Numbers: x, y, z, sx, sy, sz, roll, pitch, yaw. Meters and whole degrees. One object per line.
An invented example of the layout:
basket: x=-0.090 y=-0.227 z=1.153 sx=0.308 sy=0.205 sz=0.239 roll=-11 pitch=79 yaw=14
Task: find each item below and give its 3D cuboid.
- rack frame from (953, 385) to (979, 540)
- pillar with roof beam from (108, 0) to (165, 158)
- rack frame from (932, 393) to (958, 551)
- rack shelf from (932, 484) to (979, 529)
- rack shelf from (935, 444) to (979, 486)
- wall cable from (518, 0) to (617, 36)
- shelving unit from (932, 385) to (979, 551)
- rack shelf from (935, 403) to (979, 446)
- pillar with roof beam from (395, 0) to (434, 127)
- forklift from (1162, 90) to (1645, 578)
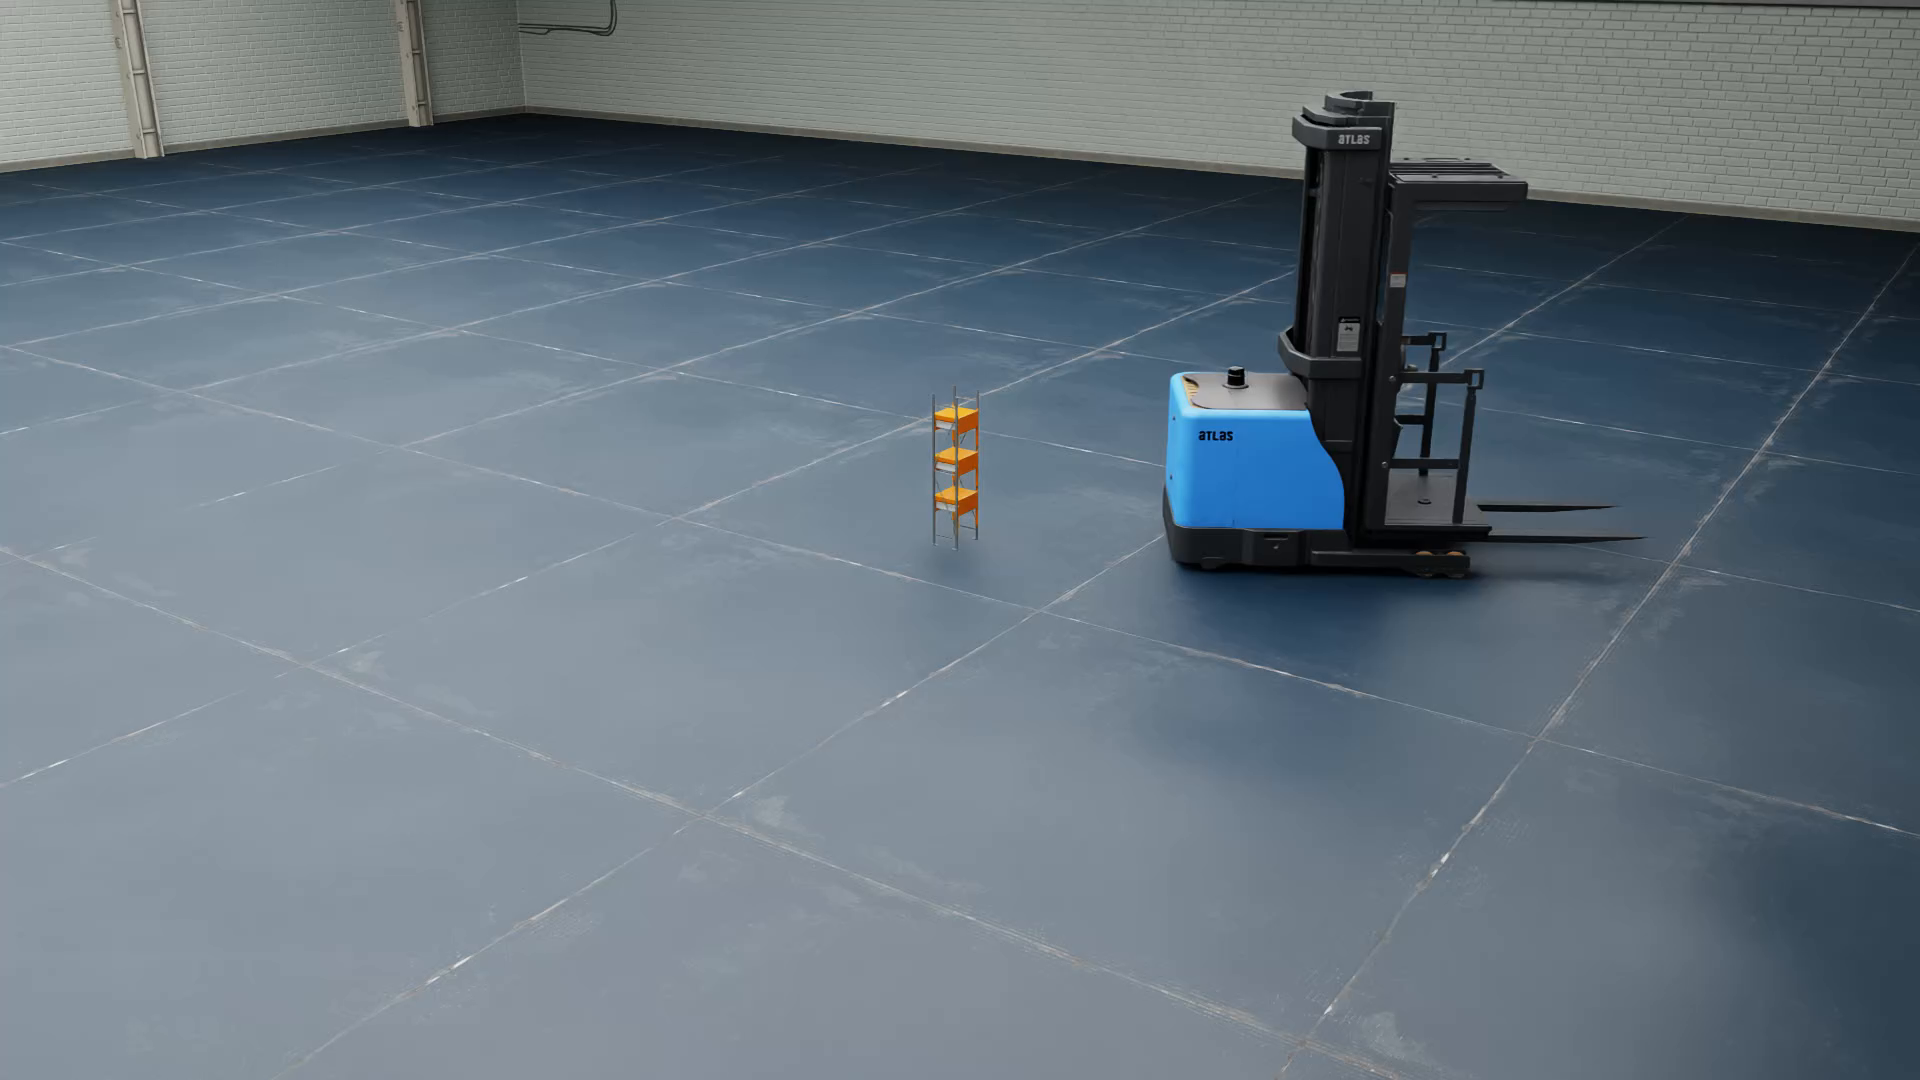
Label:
rack frame: x=0.038 y=-0.512 z=11.136 sx=0.200 sy=1.050 sz=0.008 roll=13 pitch=24 yaw=32
pillar with roof beam: x=-11.010 y=-10.275 z=26.071 sx=9.100 sy=9.000 sz=0.400 roll=13 pitch=24 yaw=32
rack frame: x=-0.099 y=-0.442 z=10.947 sx=0.200 sy=1.050 sz=0.008 roll=13 pitch=24 yaw=32
rack shelf: x=-0.030 y=-0.206 z=11.141 sx=0.215 sy=0.259 sz=0.240 roll=13 pitch=24 yaw=32
rack shelf: x=-0.030 y=-0.467 z=11.045 sx=0.215 sy=0.259 sz=0.240 roll=13 pitch=24 yaw=32
wall cable: x=-8.448 y=-11.967 z=35.121 sx=3.097 sy=2.526 sz=0.112 roll=13 pitch=24 yaw=32
shelving unit: x=-0.030 y=-0.477 z=11.041 sx=0.215 sy=1.050 sz=0.252 roll=13 pitch=24 yaw=32
rack shelf: x=-0.030 y=-0.733 z=10.947 sx=0.215 sy=0.259 sz=0.240 roll=13 pitch=24 yaw=32
pillar with roof beam: x=-7.637 y=-11.996 z=30.725 sx=9.100 sy=9.000 sz=0.400 roll=13 pitch=24 yaw=32
forklift: x=2.901 y=-1.321 z=10.612 sx=3.031 sy=2.935 sz=1.130 roll=1 pitch=20 yaw=2
